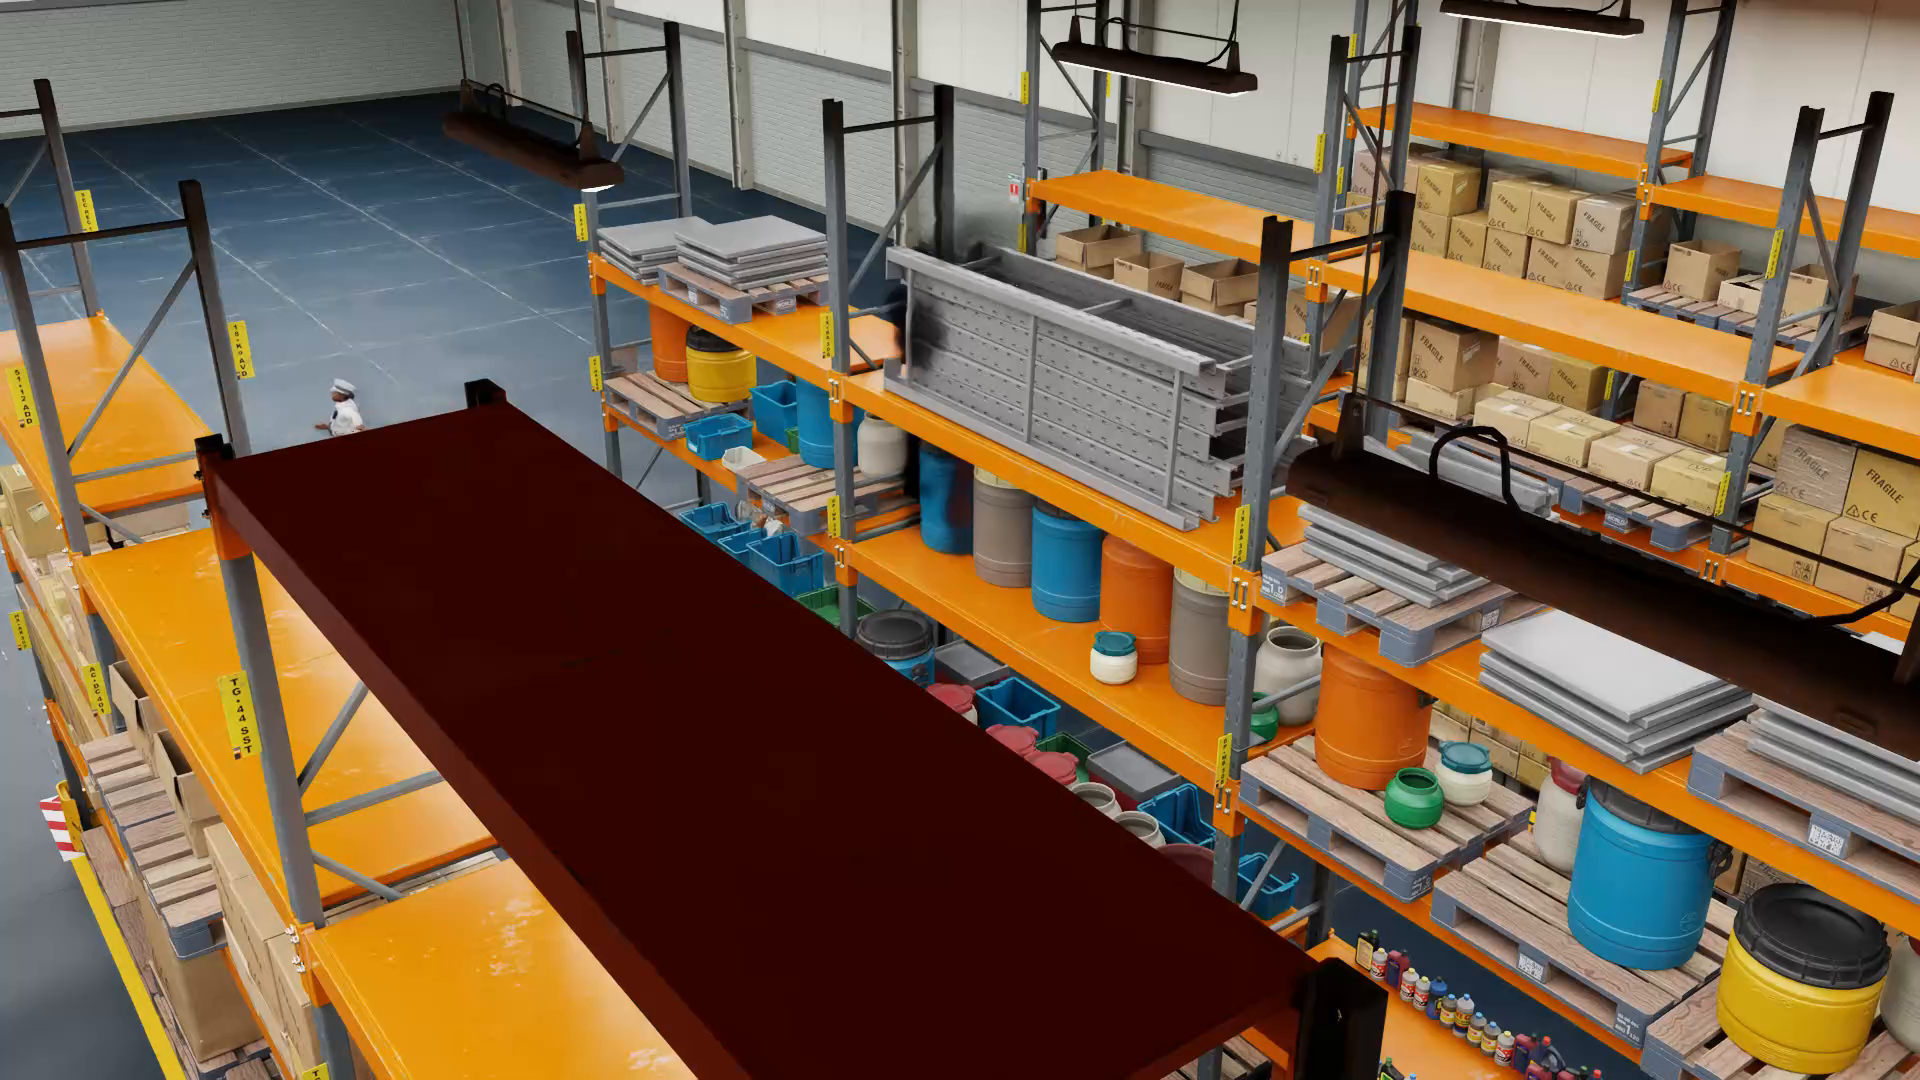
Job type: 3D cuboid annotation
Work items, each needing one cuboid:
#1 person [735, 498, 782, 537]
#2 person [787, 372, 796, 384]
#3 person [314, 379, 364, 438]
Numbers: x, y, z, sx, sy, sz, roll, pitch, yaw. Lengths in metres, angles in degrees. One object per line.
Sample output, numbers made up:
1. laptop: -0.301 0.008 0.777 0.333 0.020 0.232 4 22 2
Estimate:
1. person: -2.072 -0.096 17.228 0.926 1.644 0.691 9 26 18
2. person: -1.858 -1.251 19.725 0.855 1.612 0.515 -3 25 -6
3. person: -7.092 -1.030 19.223 0.663 1.730 0.555 -4 25 -9
